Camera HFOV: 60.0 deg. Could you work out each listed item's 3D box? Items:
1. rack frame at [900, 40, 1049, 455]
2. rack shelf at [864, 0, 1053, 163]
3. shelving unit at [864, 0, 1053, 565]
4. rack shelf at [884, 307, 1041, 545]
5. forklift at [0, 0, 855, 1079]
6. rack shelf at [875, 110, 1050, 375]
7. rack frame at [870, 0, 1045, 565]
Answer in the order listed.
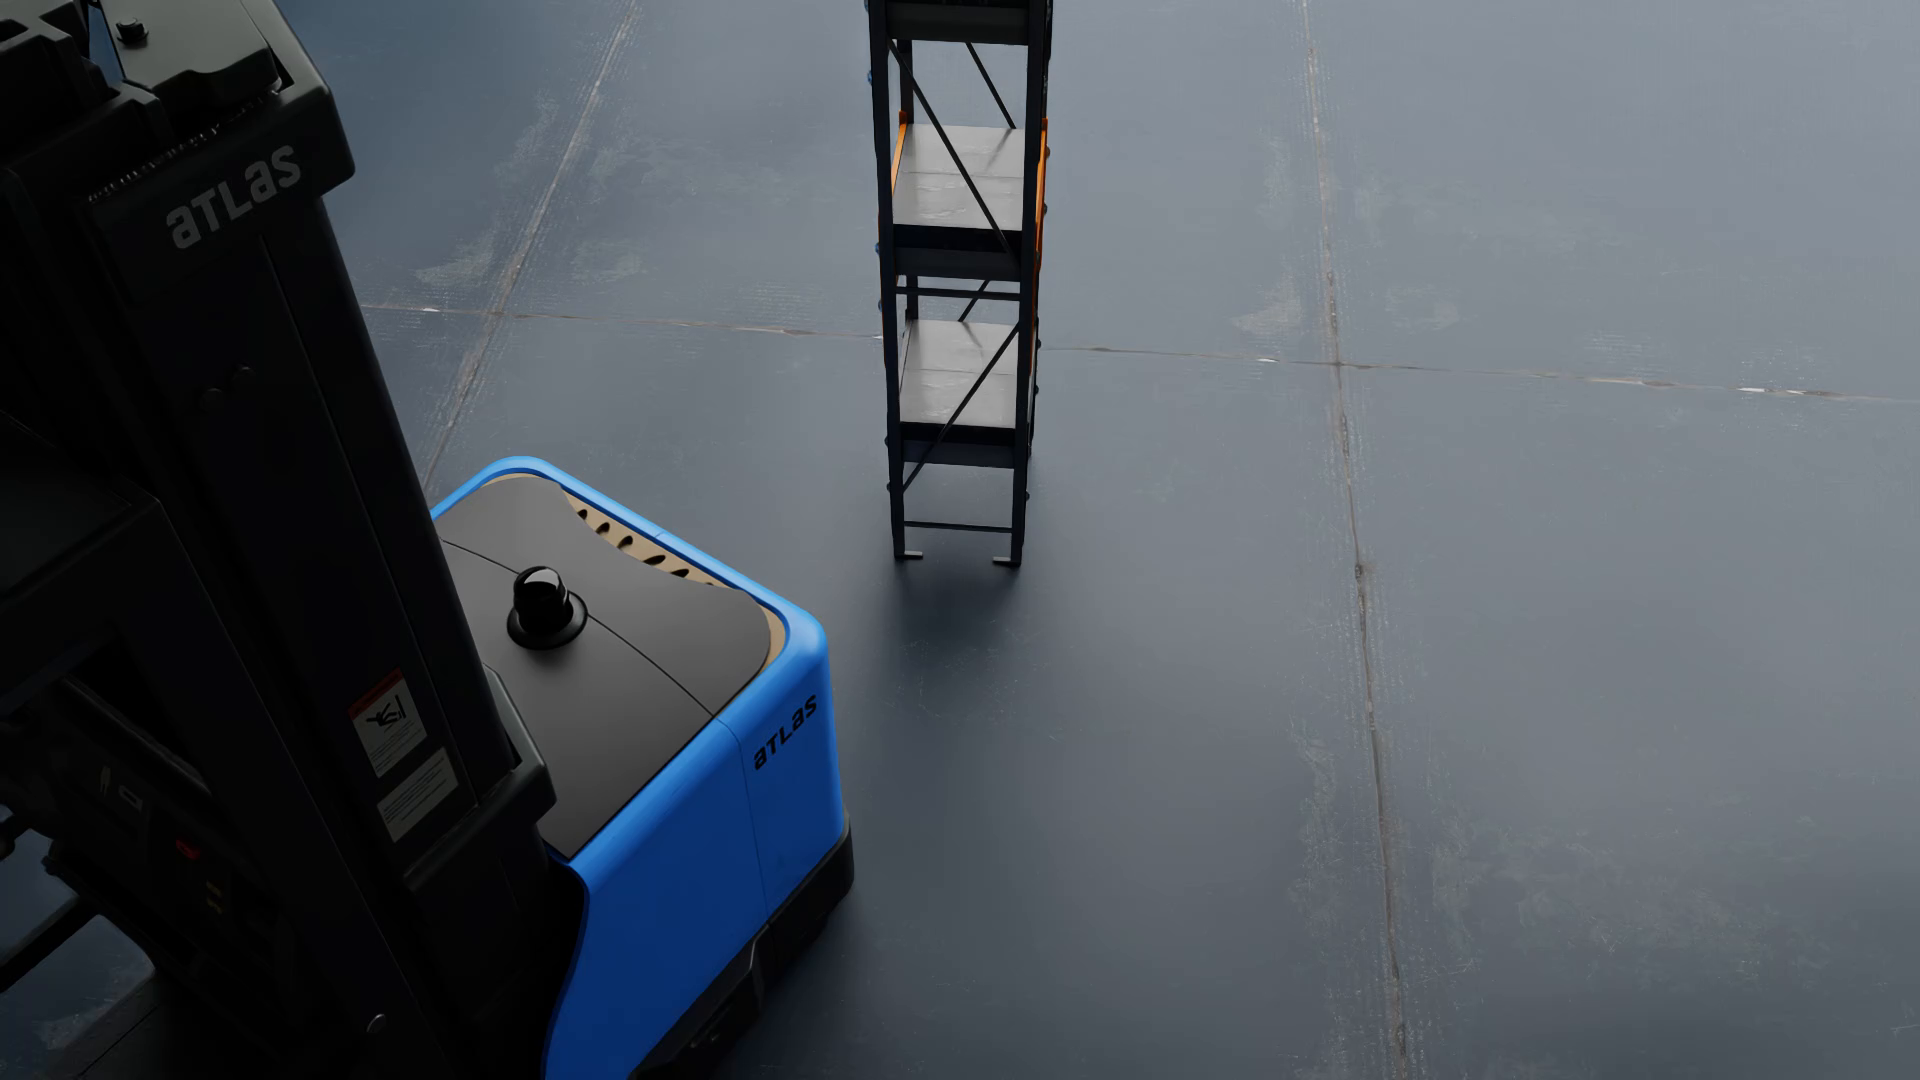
[{"bbox_3d":[0.037,-1.010,4.750,0.400,2.100,0.015,4,48,4],"label":"rack frame"},{"bbox_3d":[0.015,-1.294,4.080,0.431,0.518,0.480,4,48,4],"label":"rack shelf"},{"bbox_3d":[0.015,-0.830,4.586,0.431,2.100,0.503,4,48,4],"label":"shelving unit"},{"bbox_3d":[0.015,-0.349,5.113,0.431,0.518,0.480,4,48,4],"label":"rack shelf"},{"bbox_3d":[-1.543,0.598,2.717,1.130,2.935,3.031,28,53,23],"label":"forklift"},{"bbox_3d":[0.015,-0.821,4.597,0.431,0.518,0.480,4,48,4],"label":"rack shelf"},{"bbox_3d":[-0.007,-0.651,4.422,0.400,2.100,0.015,4,48,4],"label":"rack frame"}]
